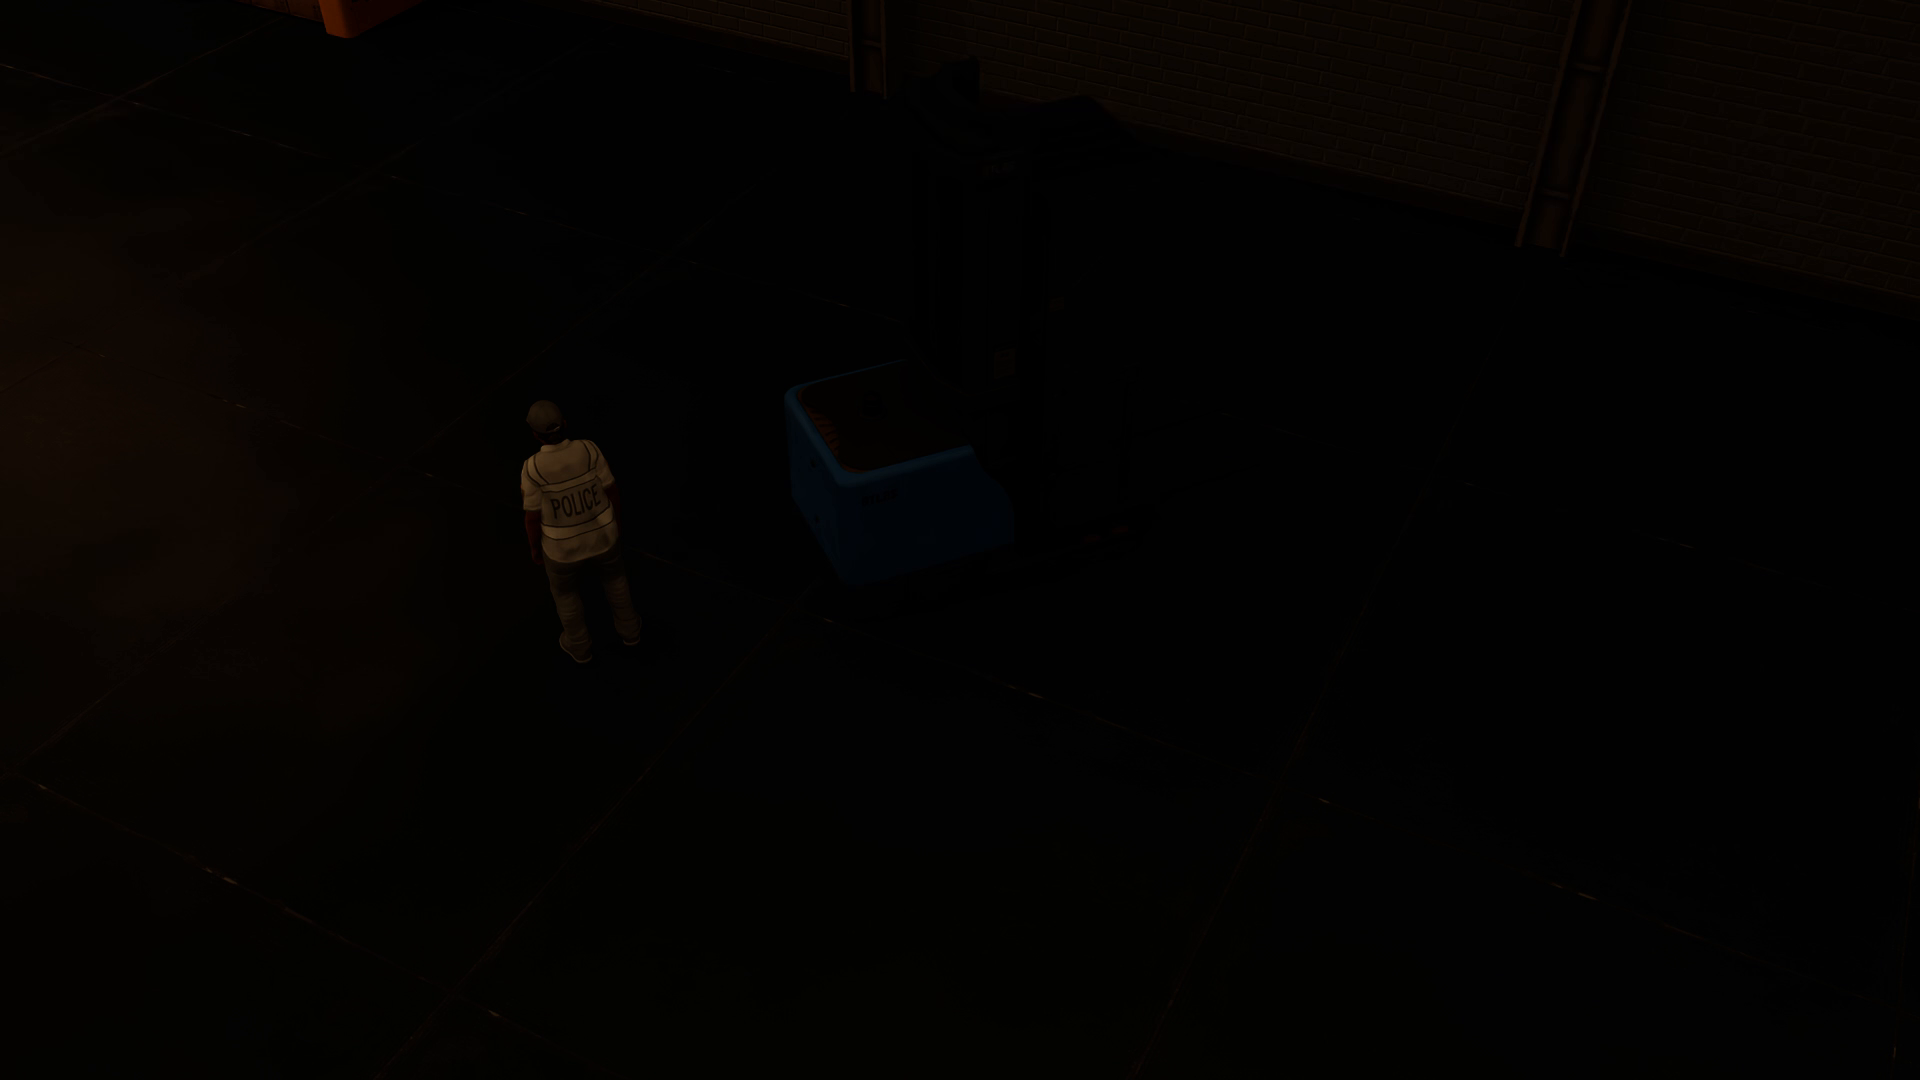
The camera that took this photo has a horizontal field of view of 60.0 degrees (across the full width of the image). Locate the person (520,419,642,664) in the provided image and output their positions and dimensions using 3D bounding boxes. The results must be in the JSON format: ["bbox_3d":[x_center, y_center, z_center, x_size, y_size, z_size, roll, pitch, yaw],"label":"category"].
[{"bbox_3d":[-2.054,0.051,9.057,0.559,1.476,0.400,-20,44,-22],"label":"person"}]

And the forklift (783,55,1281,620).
[{"bbox_3d":[0.523,-1.290,9.518,3.031,2.935,1.130,-16,43,-18],"label":"forklift"}]
